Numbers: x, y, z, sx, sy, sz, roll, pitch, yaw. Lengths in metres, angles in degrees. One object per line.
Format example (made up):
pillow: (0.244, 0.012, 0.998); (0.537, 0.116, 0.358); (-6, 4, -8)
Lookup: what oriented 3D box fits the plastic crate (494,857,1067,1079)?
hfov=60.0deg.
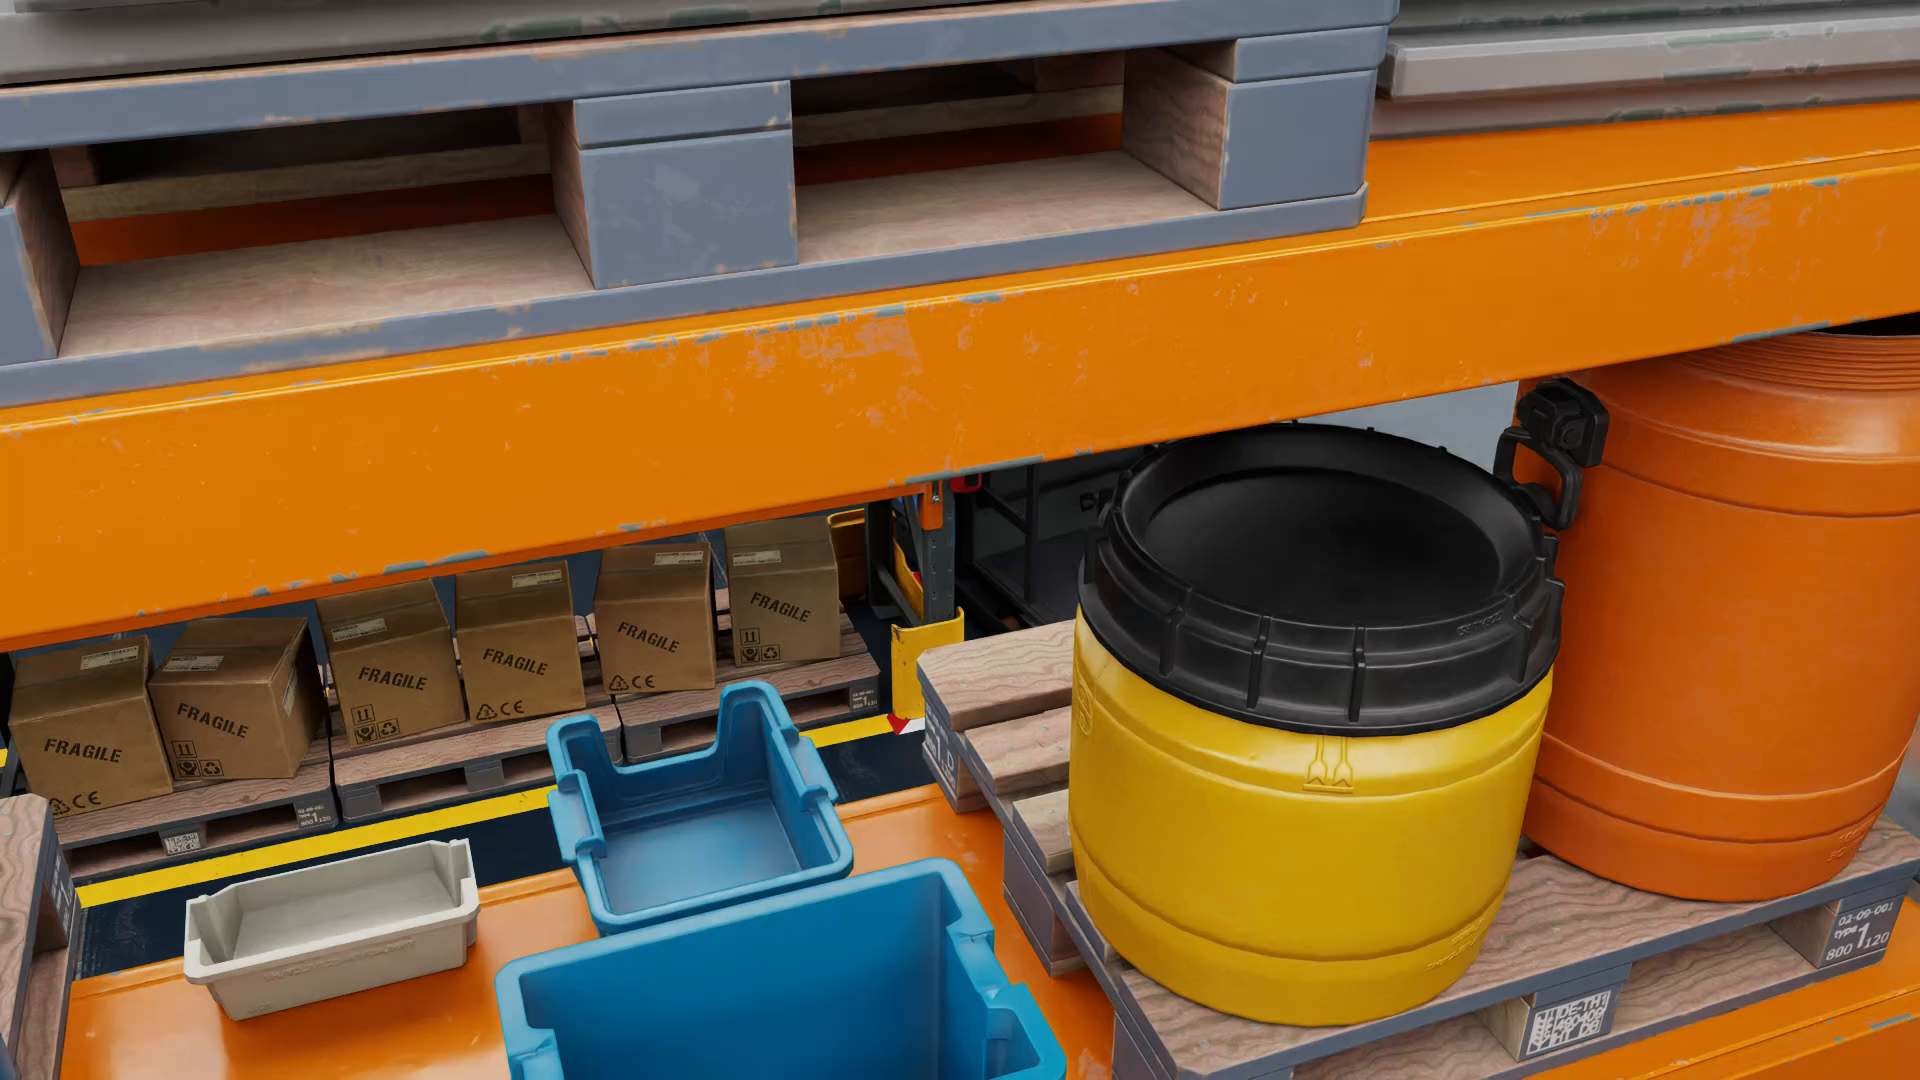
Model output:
plastic crate: (-0.211, 0.705, 1.968); (0.575, 0.384, 0.392); (-10, 31, -18)

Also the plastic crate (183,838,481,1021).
plastic crate: (-0.915, 0.570, 2.456); (0.396, 0.136, 0.243); (-10, 31, -18)

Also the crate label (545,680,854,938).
crate label: (-0.398, 0.464, 2.526); (0.408, 0.251, 0.502); (-10, 31, -18)

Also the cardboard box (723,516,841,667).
cardboard box: (-0.847, 0.238, 7.902); (0.500, 0.500, 0.500); (-5, 30, -8)

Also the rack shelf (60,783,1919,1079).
rack shelf: (-0.403, 0.887, 2.359); (4.000, 0.370, 1.077); (-10, 31, -18)

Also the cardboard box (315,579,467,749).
cardboard box: (-2.528, 0.532, 7.386); (0.500, 0.500, 0.500); (-13, 32, -22)

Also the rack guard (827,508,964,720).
rack guard: (-0.327, 0.334, 8.159); (0.348, 0.500, 1.175); (-10, 31, -18)

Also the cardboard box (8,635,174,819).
cardboard box: (-3.616, 0.778, 6.955); (0.500, 0.500, 0.500); (-11, 32, -19)

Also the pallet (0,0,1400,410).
pallet: (-0.370, -0.495, 1.624); (1.213, 0.211, 1.003); (-10, 31, -18)

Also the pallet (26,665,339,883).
pallet: (-3.388, 1.004, 7.274); (1.213, 0.211, 1.003); (-10, 31, -18)

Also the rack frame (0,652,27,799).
rack frame: (-4.005, -0.075, 6.351); (0.127, 3.000, 1.000); (-10, 31, -18)

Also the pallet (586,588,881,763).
pallet: (-1.101, 0.583, 8.013); (1.213, 0.211, 1.003); (-10, 31, -18)

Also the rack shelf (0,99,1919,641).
rack shelf: (-0.403, -0.242, 1.716); (4.000, 0.370, 1.077); (-10, 31, -18)

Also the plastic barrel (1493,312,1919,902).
plastic barrel: (1.060, 0.003, 2.326); (0.708, 0.830, 0.600); (-10, 31, -18)

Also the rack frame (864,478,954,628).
rack frame: (-0.256, -0.765, 7.563); (0.127, 3.000, 1.000); (-10, 31, -18)

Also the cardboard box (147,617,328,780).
cardboard box: (-3.082, 0.676, 7.134); (0.500, 0.500, 0.500); (-1, 30, -2)

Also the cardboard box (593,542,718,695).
cardboard box: (-1.395, 0.358, 7.693); (0.500, 0.500, 0.500); (-3, 30, -5)

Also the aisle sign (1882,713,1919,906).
aisle sign: (1.642, 0.529, 2.666); (0.004, 0.787, 0.394); (-10, 31, -18)

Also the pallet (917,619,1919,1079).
pallet: (0.662, 0.409, 2.663); (1.213, 0.211, 1.003); (-10, 31, -18)

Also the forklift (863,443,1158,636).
forklift: (0.630, -0.900, 7.870); (1.130, 2.935, 3.031); (-16, 33, -26)

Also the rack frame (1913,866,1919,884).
rack frame: (1.471, 1.533, 3.530); (0.127, 3.000, 1.000); (-10, 31, -18)

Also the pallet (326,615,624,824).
pallet: (-2.243, 0.792, 7.647); (1.213, 0.211, 1.003); (-10, 31, -18)

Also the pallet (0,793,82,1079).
pallet: (-1.636, 0.832, 1.920); (1.003, 0.211, 1.213); (-10, 31, -18)

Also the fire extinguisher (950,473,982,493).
fire extinguisher: (0.012, -0.538, 7.242); (0.183, 0.674, 0.296); (-10, 31, -18)

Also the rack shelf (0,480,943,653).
rack shelf: (-2.131, -0.107, 7.135); (4.000, 0.370, 1.077); (-10, 31, -18)

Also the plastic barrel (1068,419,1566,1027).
plastic barrel: (0.447, 0.221, 2.188); (0.600, 0.588, 0.600); (0, 30, 0)

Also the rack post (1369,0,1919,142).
rack post: (0.718, -0.785, 2.043); (0.954, 0.300, 0.937); (-7, 30, -12)

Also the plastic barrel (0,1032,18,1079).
plastic barrel: (-1.308, 0.397, 1.561); (0.708, 0.901, 0.600); (-10, 31, -18)

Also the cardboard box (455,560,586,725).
cardboard box: (-1.989, 0.457, 7.519); (0.500, 0.500, 0.500); (-8, 31, -13)
